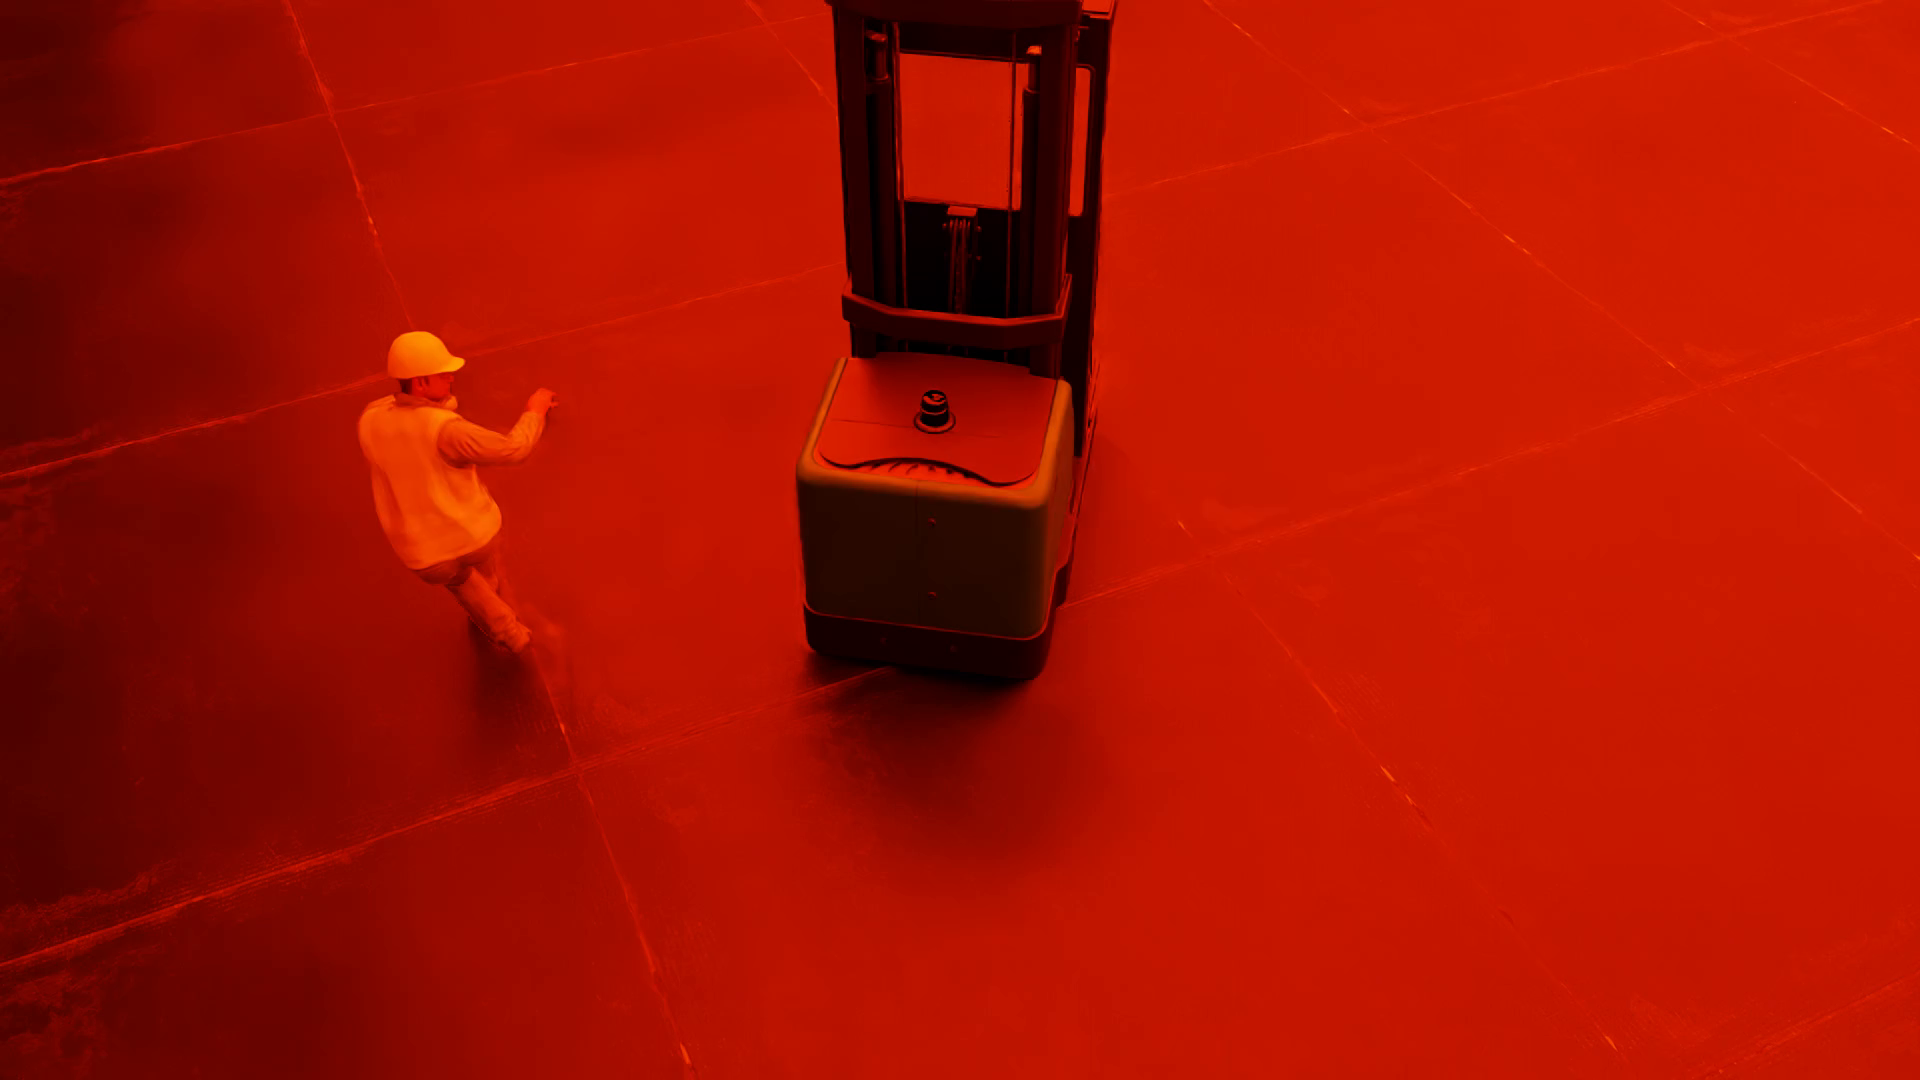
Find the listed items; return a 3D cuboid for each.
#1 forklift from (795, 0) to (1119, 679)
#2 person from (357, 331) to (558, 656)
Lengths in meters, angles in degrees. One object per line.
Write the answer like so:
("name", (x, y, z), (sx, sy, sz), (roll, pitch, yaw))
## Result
("forklift", (0.088, -1.495, 7.282), (1.130, 2.935, 3.031), (7, 43, 7))
("person", (-2.053, -0.276, 7.031), (0.807, 1.510, 1.079), (-9, 44, -10))
